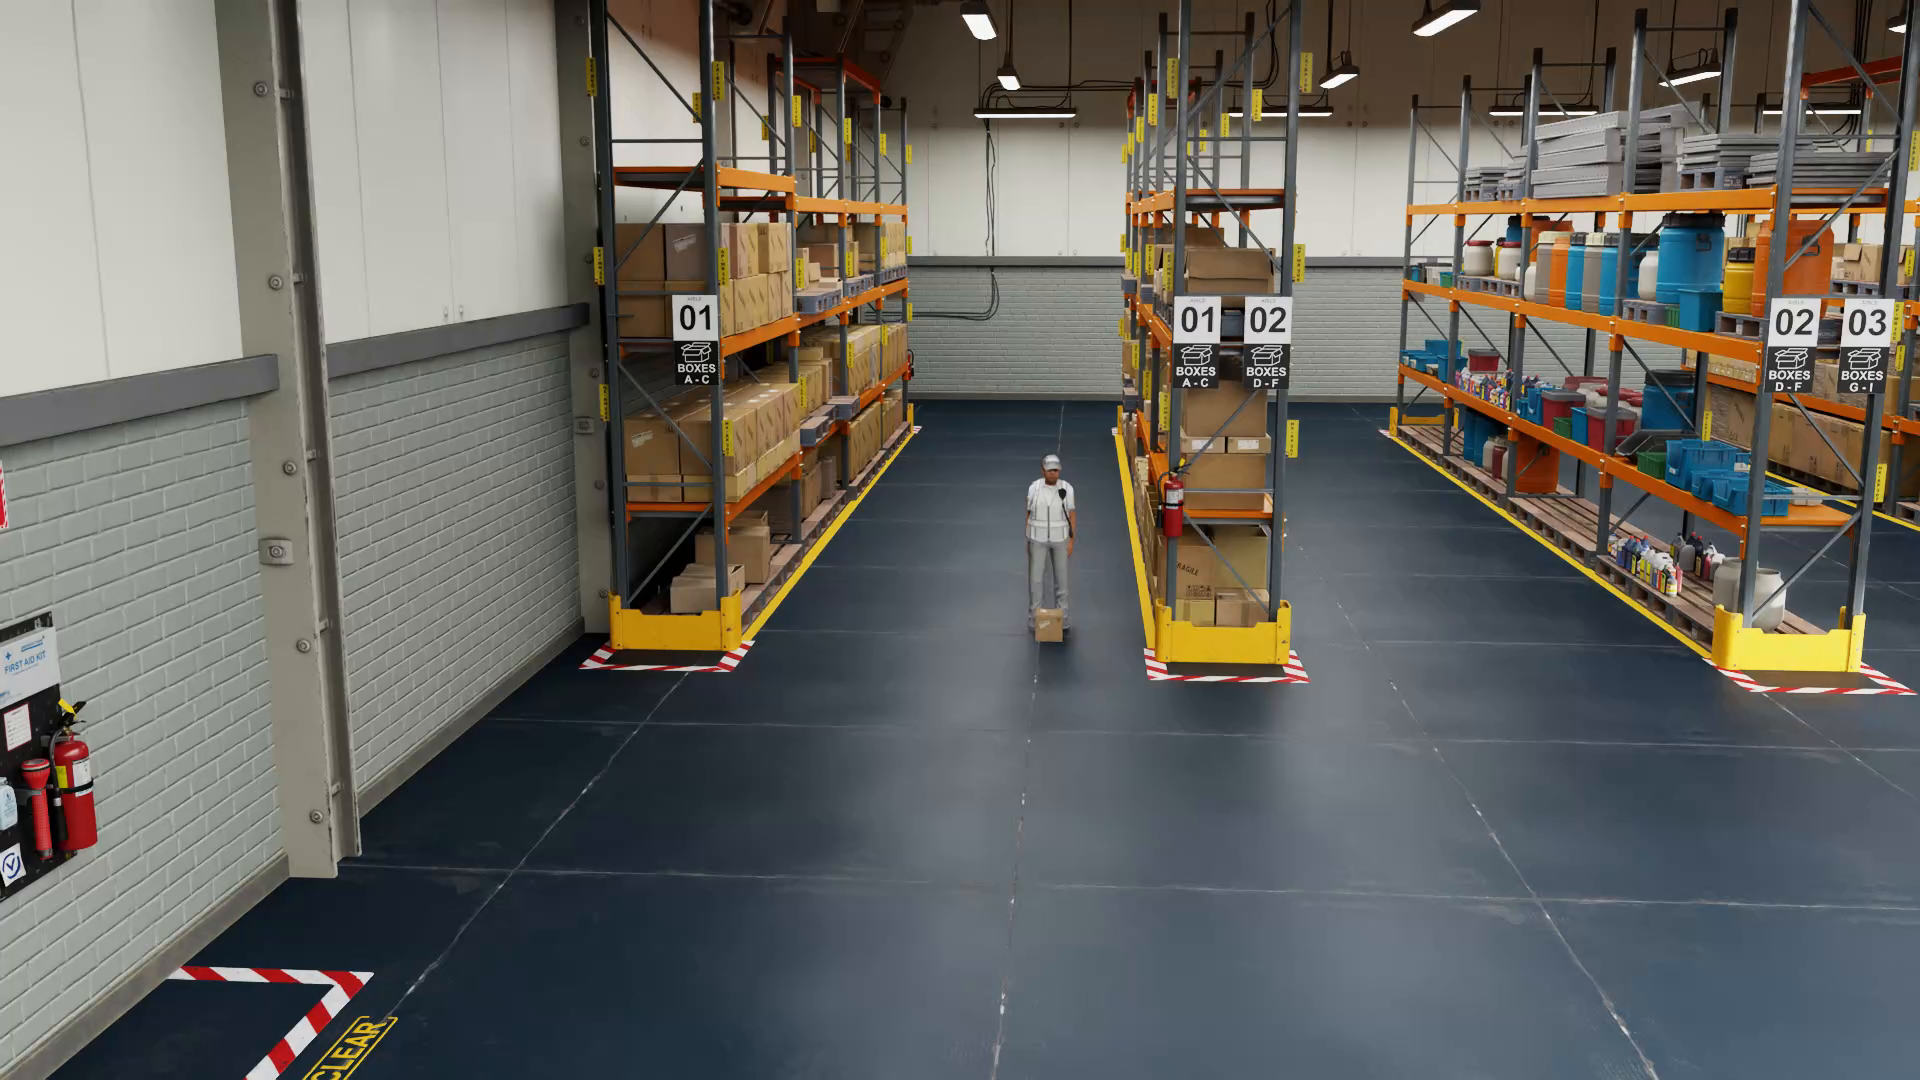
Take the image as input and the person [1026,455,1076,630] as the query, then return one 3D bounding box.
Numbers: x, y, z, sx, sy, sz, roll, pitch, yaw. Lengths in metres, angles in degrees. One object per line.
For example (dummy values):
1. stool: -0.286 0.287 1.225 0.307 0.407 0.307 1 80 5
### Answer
1. person: 0.864 0.023 15.834 0.469 1.671 0.391 1 11 3
